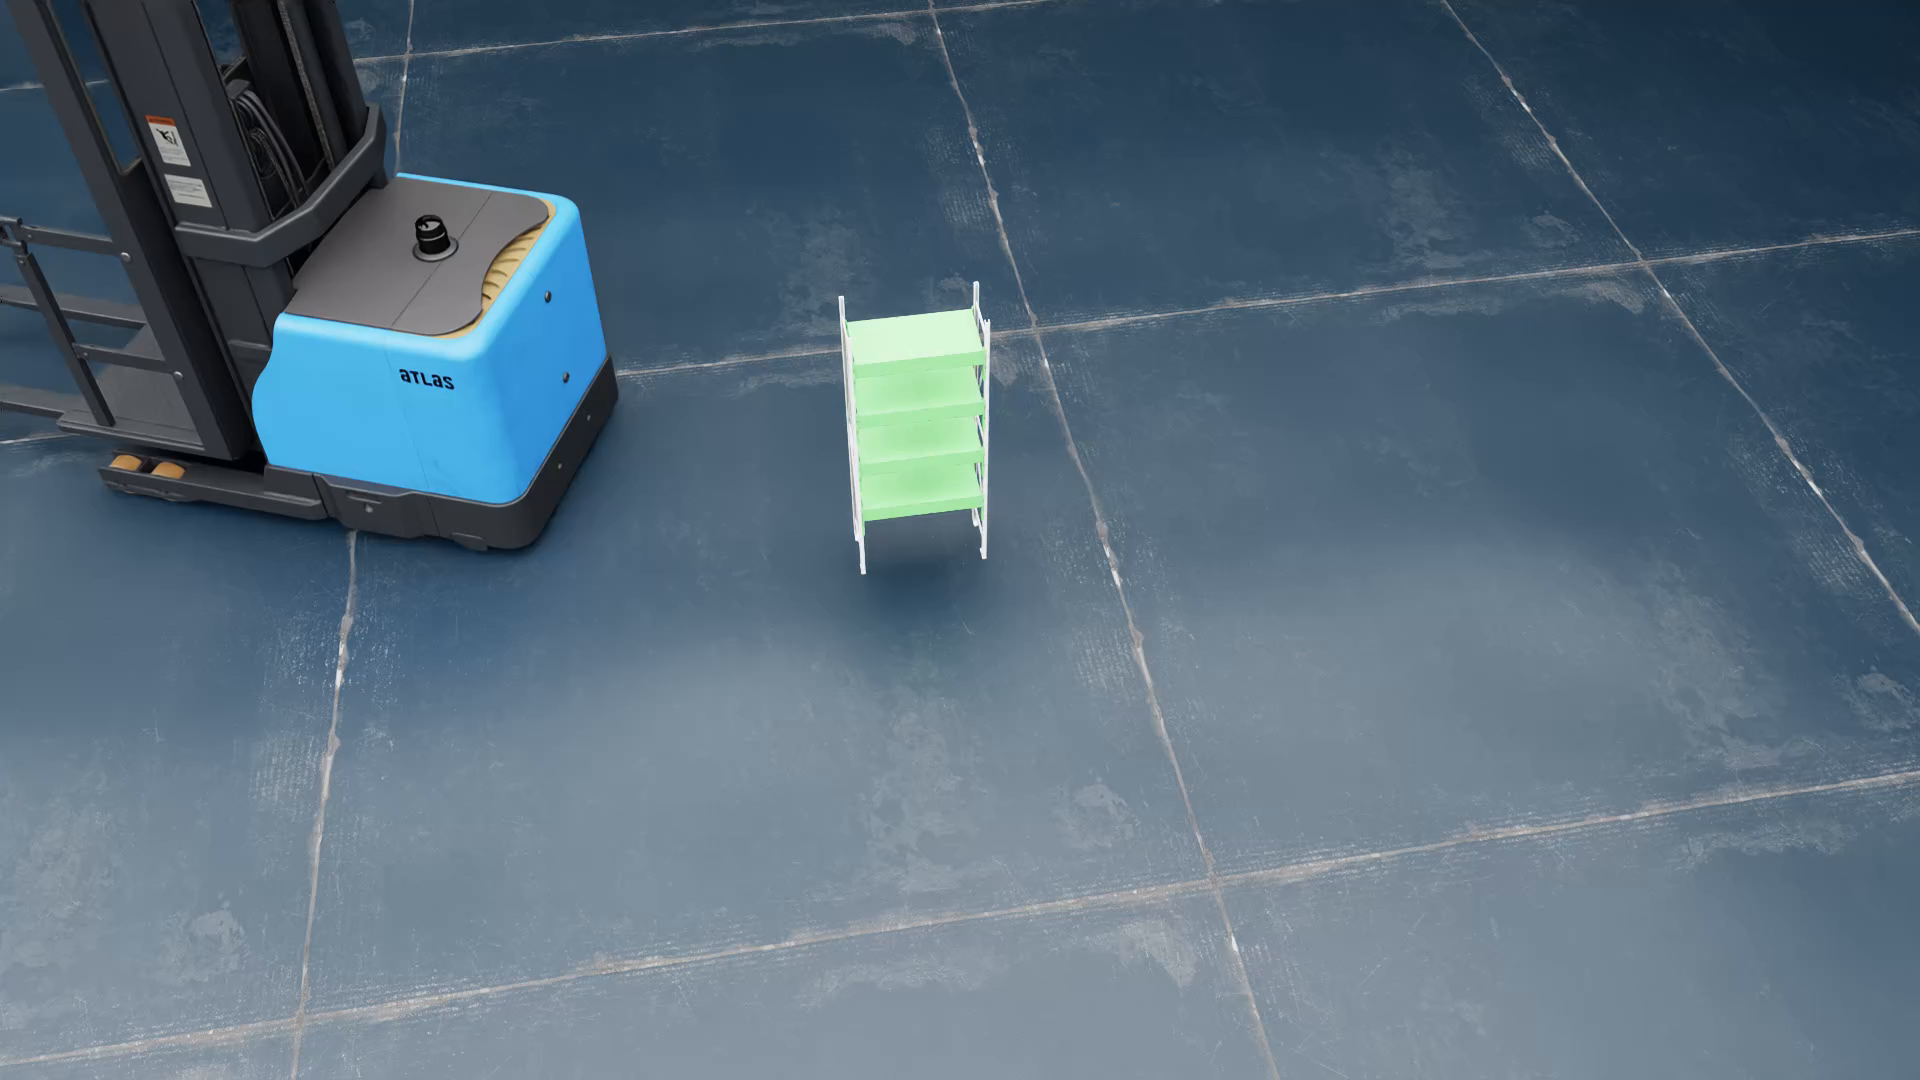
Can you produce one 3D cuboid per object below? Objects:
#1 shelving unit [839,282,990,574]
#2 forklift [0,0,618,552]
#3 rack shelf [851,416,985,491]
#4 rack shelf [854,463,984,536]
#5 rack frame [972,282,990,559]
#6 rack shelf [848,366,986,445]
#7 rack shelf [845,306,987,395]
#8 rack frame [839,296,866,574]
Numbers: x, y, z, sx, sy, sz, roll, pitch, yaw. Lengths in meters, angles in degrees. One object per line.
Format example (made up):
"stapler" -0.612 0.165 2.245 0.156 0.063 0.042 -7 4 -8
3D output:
"shelving unit" -0.163 -0.396 6.298 0.503 1.200 0.258 -7 46 -7
"forklift" -3.063 -1.536 6.195 3.031 2.935 1.130 10 47 9
"rack shelf" -0.163 -0.352 6.344 0.480 0.148 0.258 -7 46 -7
"rack shelf" -0.163 -0.185 6.517 0.480 0.148 0.258 -7 46 -7
"rack frame" 0.077 -0.426 6.327 0.015 1.200 0.240 -7 46 -7
"rack shelf" -0.163 -0.518 6.172 0.480 0.148 0.258 -7 46 -7
"rack shelf" -0.163 -0.685 5.999 0.480 0.148 0.258 -7 46 -7
"rack frame" -0.404 -0.366 6.269 0.015 1.200 0.240 -7 46 -7
